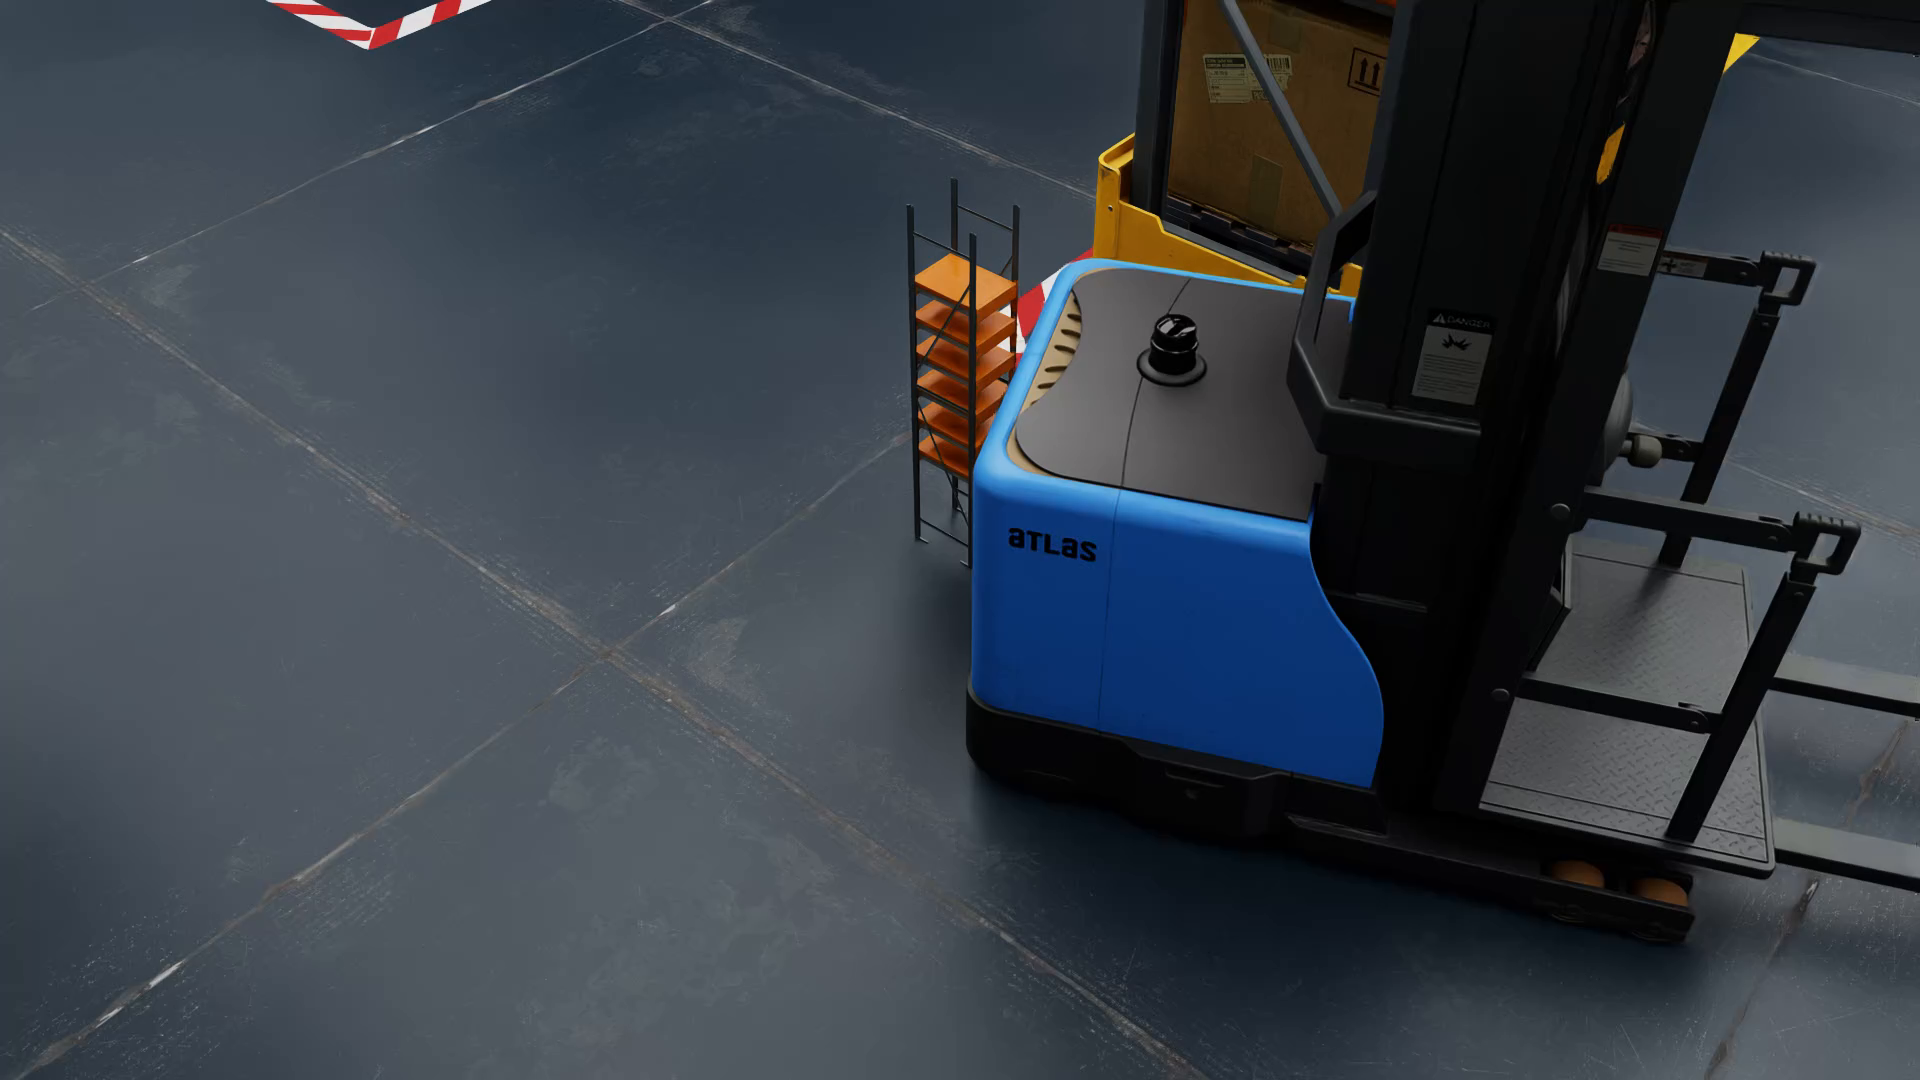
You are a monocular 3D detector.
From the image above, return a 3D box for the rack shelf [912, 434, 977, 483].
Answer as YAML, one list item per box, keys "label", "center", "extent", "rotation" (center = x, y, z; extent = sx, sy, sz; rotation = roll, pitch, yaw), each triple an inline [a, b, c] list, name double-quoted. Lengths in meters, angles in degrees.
- label: "rack shelf"
  center: [0.009, -0.241, 5.046]
  extent: [0.258, 0.103, 0.180]
  rotation: [29, 50, 28]

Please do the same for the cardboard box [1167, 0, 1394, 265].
- label: "cardboard box"
  center: [1.400, -1.694, 6.151]
  extent: [0.875, 0.875, 0.875]
  rotation: [29, 50, 28]

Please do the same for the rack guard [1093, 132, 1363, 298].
- label: "rack guard"
  center: [1.034, -1.024, 6.004]
  extent: [1.175, 0.500, 0.348]
  rotation: [29, 50, 28]

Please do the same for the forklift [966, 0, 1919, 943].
- label: "forklift"
  center: [1.591, -0.486, 3.605]
  extent: [3.031, 2.935, 1.130]
  rotation: [11, 43, 12]

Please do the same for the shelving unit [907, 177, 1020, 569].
- label: "shelving unit"
  center: [0.009, -0.451, 4.855]
  extent: [0.258, 1.200, 0.189]
  rotation: [29, 50, 28]

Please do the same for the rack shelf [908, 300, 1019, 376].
- label: "rack shelf"
  center: [0.009, -0.596, 4.723]
  extent: [0.258, 0.103, 0.180]
  rotation: [29, 50, 28]

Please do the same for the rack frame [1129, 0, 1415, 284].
- label: "rack frame"
  center: [1.050, -1.961, 5.177]
  extent: [1.000, 3.000, 0.127]
  rotation: [29, 50, 28]

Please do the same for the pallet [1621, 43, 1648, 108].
- label: "pallet"
  center: [2.290, -2.000, 7.293]
  extent: [1.003, 0.211, 1.213]
  rotation: [29, 50, 28]

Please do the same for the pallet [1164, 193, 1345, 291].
- label: "pallet"
  center: [1.504, -1.375, 6.605]
  extent: [1.003, 0.211, 1.213]
  rotation: [29, 50, 28]

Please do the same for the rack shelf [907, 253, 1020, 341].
- label: "rack shelf"
  center: [0.009, -0.685, 4.642]
  extent: [0.258, 0.103, 0.180]
  rotation: [29, 50, 28]

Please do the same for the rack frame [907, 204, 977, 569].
- label: "rack frame"
  center: [-0.050, -0.404, 4.803]
  extent: [0.240, 1.200, 0.006]
  rotation: [29, 50, 28]

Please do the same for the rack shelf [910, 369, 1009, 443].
- label: "rack shelf"
  center: [0.009, -0.419, 4.884]
  extent: [0.258, 0.103, 0.180]
  rotation: [29, 50, 28]

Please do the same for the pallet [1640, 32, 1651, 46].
- label: "pallet"
  center: [3.075, -2.631, 7.987]
  extent: [1.003, 0.211, 1.213]
  rotation: [29, 50, 28]

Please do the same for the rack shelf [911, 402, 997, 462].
- label: "rack shelf"
  center: [0.009, -0.330, 4.965]
  extent: [0.258, 0.103, 0.180]
  rotation: [29, 50, 28]

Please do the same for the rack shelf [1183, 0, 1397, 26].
- label: "rack shelf"
  center: [2.337, -2.724, 6.551]
  extent: [1.077, 0.370, 4.000]
  rotation: [29, 50, 28]

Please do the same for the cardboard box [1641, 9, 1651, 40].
- label: "cardboard box"
  center: [2.559, -2.621, 7.170]
  extent: [0.875, 0.875, 0.875]
  rotation: [29, 50, 28]

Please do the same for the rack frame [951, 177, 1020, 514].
- label: "rack frame"
  center: [0.068, -0.498, 4.906]
  extent: [0.240, 1.200, 0.006]
  rotation: [29, 50, 28]

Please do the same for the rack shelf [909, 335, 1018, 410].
- label: "rack shelf"
  center: [0.009, -0.507, 4.804]
  extent: [0.258, 0.103, 0.180]
  rotation: [29, 50, 28]
